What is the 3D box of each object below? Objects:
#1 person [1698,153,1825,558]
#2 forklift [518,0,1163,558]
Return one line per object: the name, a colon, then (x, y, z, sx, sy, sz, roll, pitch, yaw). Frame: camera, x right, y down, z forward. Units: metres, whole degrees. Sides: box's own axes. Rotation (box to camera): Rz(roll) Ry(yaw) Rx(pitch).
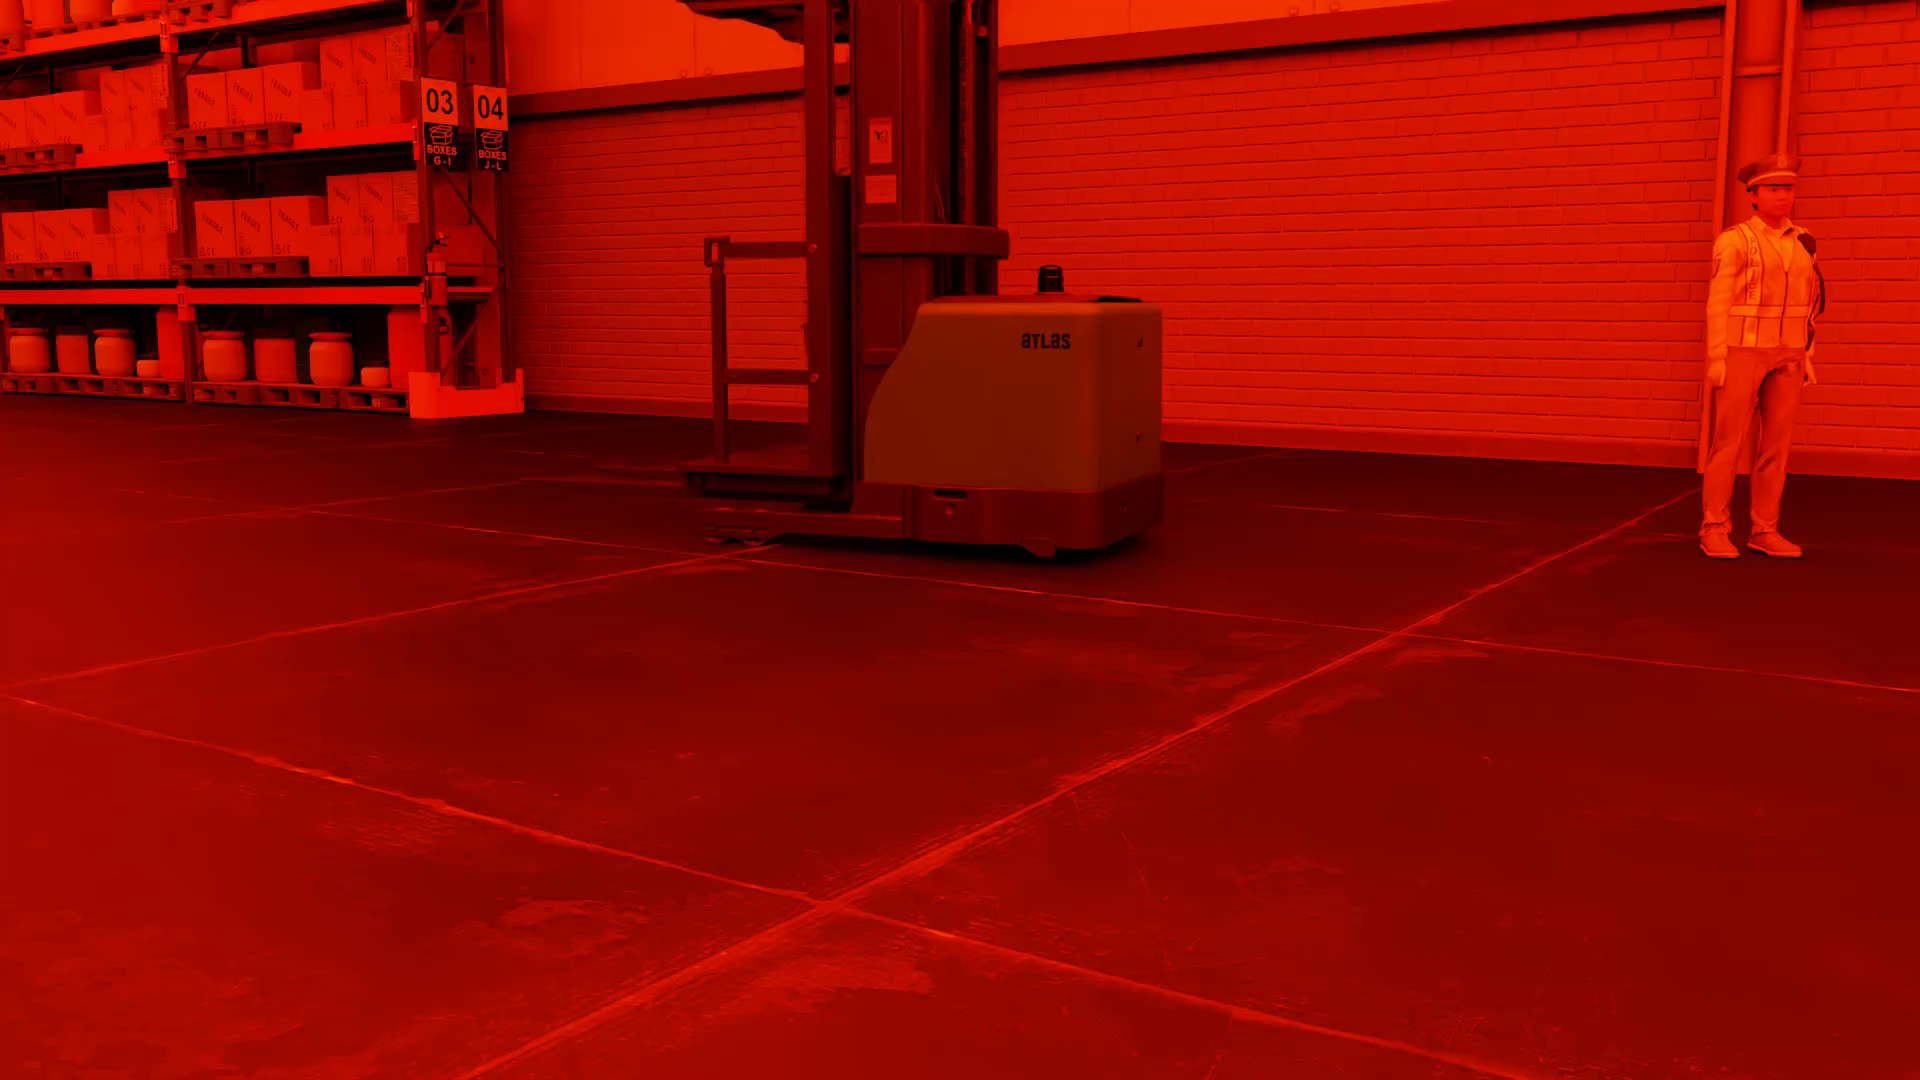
person: (3.405, -0.772, 7.050, 0.474, 1.690, 0.331, -1, 8, -6)
forklift: (-0.633, -1.487, 7.651, 3.031, 2.935, 1.130, 3, 9, 23)
